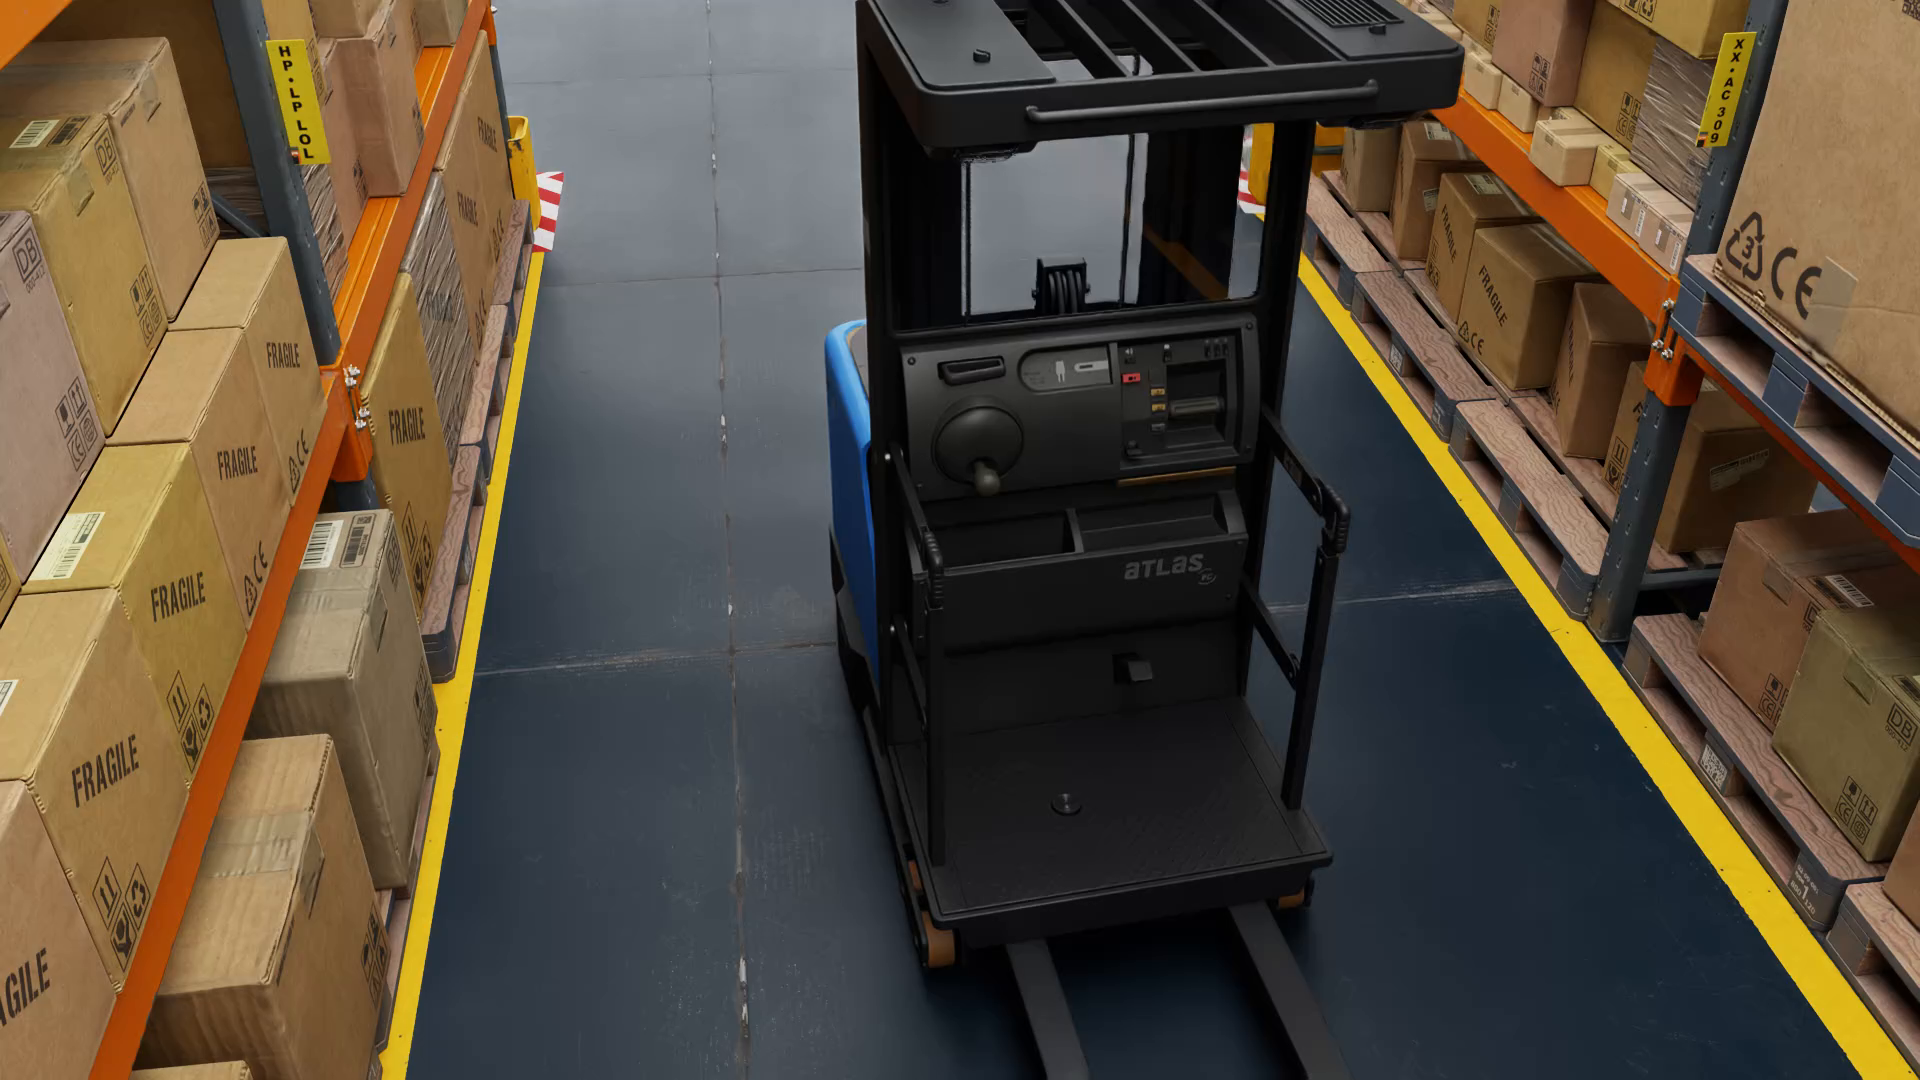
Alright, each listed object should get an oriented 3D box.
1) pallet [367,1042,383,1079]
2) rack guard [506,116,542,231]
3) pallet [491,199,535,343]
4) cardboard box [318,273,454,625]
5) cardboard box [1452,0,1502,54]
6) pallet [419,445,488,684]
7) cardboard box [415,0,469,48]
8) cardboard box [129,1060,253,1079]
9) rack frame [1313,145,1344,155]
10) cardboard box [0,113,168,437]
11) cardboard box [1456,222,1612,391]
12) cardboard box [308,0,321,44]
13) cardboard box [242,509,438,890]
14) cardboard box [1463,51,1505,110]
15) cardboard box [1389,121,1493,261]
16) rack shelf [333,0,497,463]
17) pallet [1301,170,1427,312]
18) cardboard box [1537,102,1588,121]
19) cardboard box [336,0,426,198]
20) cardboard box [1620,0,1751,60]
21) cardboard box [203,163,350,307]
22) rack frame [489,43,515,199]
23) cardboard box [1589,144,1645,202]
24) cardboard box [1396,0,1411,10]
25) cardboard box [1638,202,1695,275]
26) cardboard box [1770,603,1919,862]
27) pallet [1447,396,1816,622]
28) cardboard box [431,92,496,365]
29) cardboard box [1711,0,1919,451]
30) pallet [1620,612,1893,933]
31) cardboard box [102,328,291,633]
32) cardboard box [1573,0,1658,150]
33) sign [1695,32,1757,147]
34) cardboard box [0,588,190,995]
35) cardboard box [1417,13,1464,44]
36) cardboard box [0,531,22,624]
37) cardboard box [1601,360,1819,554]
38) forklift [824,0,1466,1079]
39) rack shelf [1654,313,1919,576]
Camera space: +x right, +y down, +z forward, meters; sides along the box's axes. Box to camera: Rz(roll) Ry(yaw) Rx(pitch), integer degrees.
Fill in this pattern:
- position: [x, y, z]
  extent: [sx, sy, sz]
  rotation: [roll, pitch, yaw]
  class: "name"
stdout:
- position: [-1.894, 1.629, 3.671]
  extent: [1.003, 0.211, 1.213]
  rotation: [-4, 35, -6]
  class: "pallet"
- position: [-2.781, -1.843, 8.510]
  extent: [1.175, 0.500, 0.348]
  rotation: [-4, 35, -6]
  class: "rack guard"
- position: [-2.592, -1.269, 7.925]
  extent: [1.003, 0.211, 1.213]
  rotation: [-4, 35, -6]
  class: "pallet"
- position: [-2.255, -0.282, 5.514]
  extent: [0.875, 0.875, 0.875]
  rotation: [-4, 34, -6]
  class: "cardboard box"
- position: [2.464, -2.204, 6.468]
  extent: [0.875, 0.500, 0.500]
  rotation: [-4, 35, -6]
  class: "cardboard box"
- position: [-2.264, 0.092, 5.927]
  extent: [1.003, 0.211, 1.213]
  rotation: [-4, 35, -6]
  class: "pallet"
- position: [-2.587, -2.415, 6.997]
  extent: [0.875, 0.550, 0.550]
  rotation: [-4, 35, -6]
  class: "cardboard box"
- position: [-1.815, 1.524, 2.975]
  extent: [1.050, 0.750, 0.750]
  rotation: [-4, 34, -6]
  class: "cardboard box"
- position: [2.151, -3.181, 8.255]
  extent: [1.000, 3.000, 0.127]
  rotation: [-4, 35, -6]
  class: "rack frame"
- position: [-2.096, -0.521, 3.374]
  extent: [0.700, 0.500, 0.500]
  rotation: [-5, 35, -7]
  class: "cardboard box"
- position: [2.429, -0.976, 6.865]
  extent: [0.500, 0.500, 0.500]
  rotation: [-7, 35, -11]
  class: "cardboard box"
- position: [-2.444, -1.645, 4.908]
  extent: [0.875, 0.550, 0.550]
  rotation: [-4, 35, -6]
  class: "cardboard box"
- position: [-2.067, 0.466, 4.528]
  extent: [1.050, 0.750, 0.750]
  rotation: [-5, 35, -7]
  class: "cardboard box"
- position: [2.182, -1.781, 6.423]
  extent: [0.380, 0.149, 0.250]
  rotation: [-4, 35, -6]
  class: "cardboard box"
- position: [2.333, -1.641, 7.842]
  extent: [0.500, 0.500, 0.500]
  rotation: [4, 35, 6]
  class: "cardboard box"
- position: [-2.508, -1.449, 6.351]
  extent: [1.077, 0.370, 4.000]
  rotation: [-4, 35, -6]
  class: "rack shelf"
- position: [2.236, -1.531, 8.309]
  extent: [1.003, 0.211, 1.213]
  rotation: [-4, 35, -6]
  class: "pallet"
- position: [2.324, -1.508, 6.022]
  extent: [0.380, 0.149, 0.250]
  rotation: [-4, 35, -6]
  class: "cardboard box"
- position: [-2.353, -1.512, 5.672]
  extent: [0.875, 0.550, 0.550]
  rotation: [-4, 35, -6]
  class: "cardboard box"
- position: [2.356, -1.757, 4.924]
  extent: [0.500, 0.500, 0.500]
  rotation: [-4, 35, -6]
  class: "cardboard box"
- position: [-2.301, -0.897, 4.769]
  extent: [0.875, 0.550, 0.550]
  rotation: [-4, 35, -6]
  class: "cardboard box"
- position: [-2.777, -2.862, 7.786]
  extent: [1.000, 3.000, 0.127]
  rotation: [-4, 35, -6]
  class: "rack frame"
- position: [2.371, -1.227, 5.611]
  extent: [0.380, 0.149, 0.250]
  rotation: [-4, 35, -6]
  class: "cardboard box"
- position: [2.067, -2.341, 7.244]
  extent: [0.380, 0.149, 0.250]
  rotation: [-4, 35, -6]
  class: "cardboard box"
- position: [2.369, -0.943, 5.193]
  extent: [0.380, 0.149, 0.250]
  rotation: [-4, 35, -6]
  class: "cardboard box"
- position: [2.796, 0.514, 4.662]
  extent: [0.700, 0.500, 0.500]
  rotation: [-5, 35, -7]
  class: "cardboard box"
- position: [2.564, -0.169, 6.311]
  extent: [1.003, 0.211, 1.213]
  rotation: [-4, 35, -6]
  class: "pallet"
- position: [-2.500, -1.293, 6.998]
  extent: [0.875, 0.875, 0.875]
  rotation: [-5, 35, -7]
  class: "cardboard box"
- position: [2.657, -0.917, 4.026]
  extent: [1.000, 1.000, 1.000]
  rotation: [-4, 34, -6]
  class: "cardboard box"
- position: [2.795, 0.637, 5.127]
  extent: [1.003, 0.211, 1.213]
  rotation: [-4, 35, -6]
  class: "pallet"
- position: [-1.836, -0.118, 3.671]
  extent: [0.500, 0.500, 0.500]
  rotation: [-5, 35, -7]
  class: "cardboard box"
- position: [2.658, -1.651, 5.656]
  extent: [0.875, 0.500, 0.500]
  rotation: [-4, 35, -6]
  class: "cardboard box"
- position: [2.153, -1.262, 4.669]
  extent: [0.100, 0.325, 0.005]
  rotation: [-4, 35, -6]
  class: "sign"
- position: [-1.698, 0.447, 2.842]
  extent: [0.500, 0.500, 0.500]
  rotation: [-5, 35, -7]
  class: "cardboard box"
- position: [2.059, -2.056, 6.827]
  extent: [0.380, 0.149, 0.250]
  rotation: [-4, 35, -6]
  class: "cardboard box"
- position: [-1.961, 0.043, 2.547]
  extent: [0.700, 0.500, 0.500]
  rotation: [-5, 35, -7]
  class: "cardboard box"
- position: [2.675, -0.316, 5.897]
  extent: [0.500, 0.500, 0.500]
  rotation: [-5, 35, -8]
  class: "cardboard box"
- position: [0.364, -0.278, 4.056]
  extent: [1.130, 2.935, 3.031]
  rotation: [-7, 35, -10]
  class: "forklift"
- position: [2.958, 0.464, 3.544]
  extent: [1.077, 0.370, 4.000]
  rotation: [-4, 35, -6]
  class: "rack shelf"
